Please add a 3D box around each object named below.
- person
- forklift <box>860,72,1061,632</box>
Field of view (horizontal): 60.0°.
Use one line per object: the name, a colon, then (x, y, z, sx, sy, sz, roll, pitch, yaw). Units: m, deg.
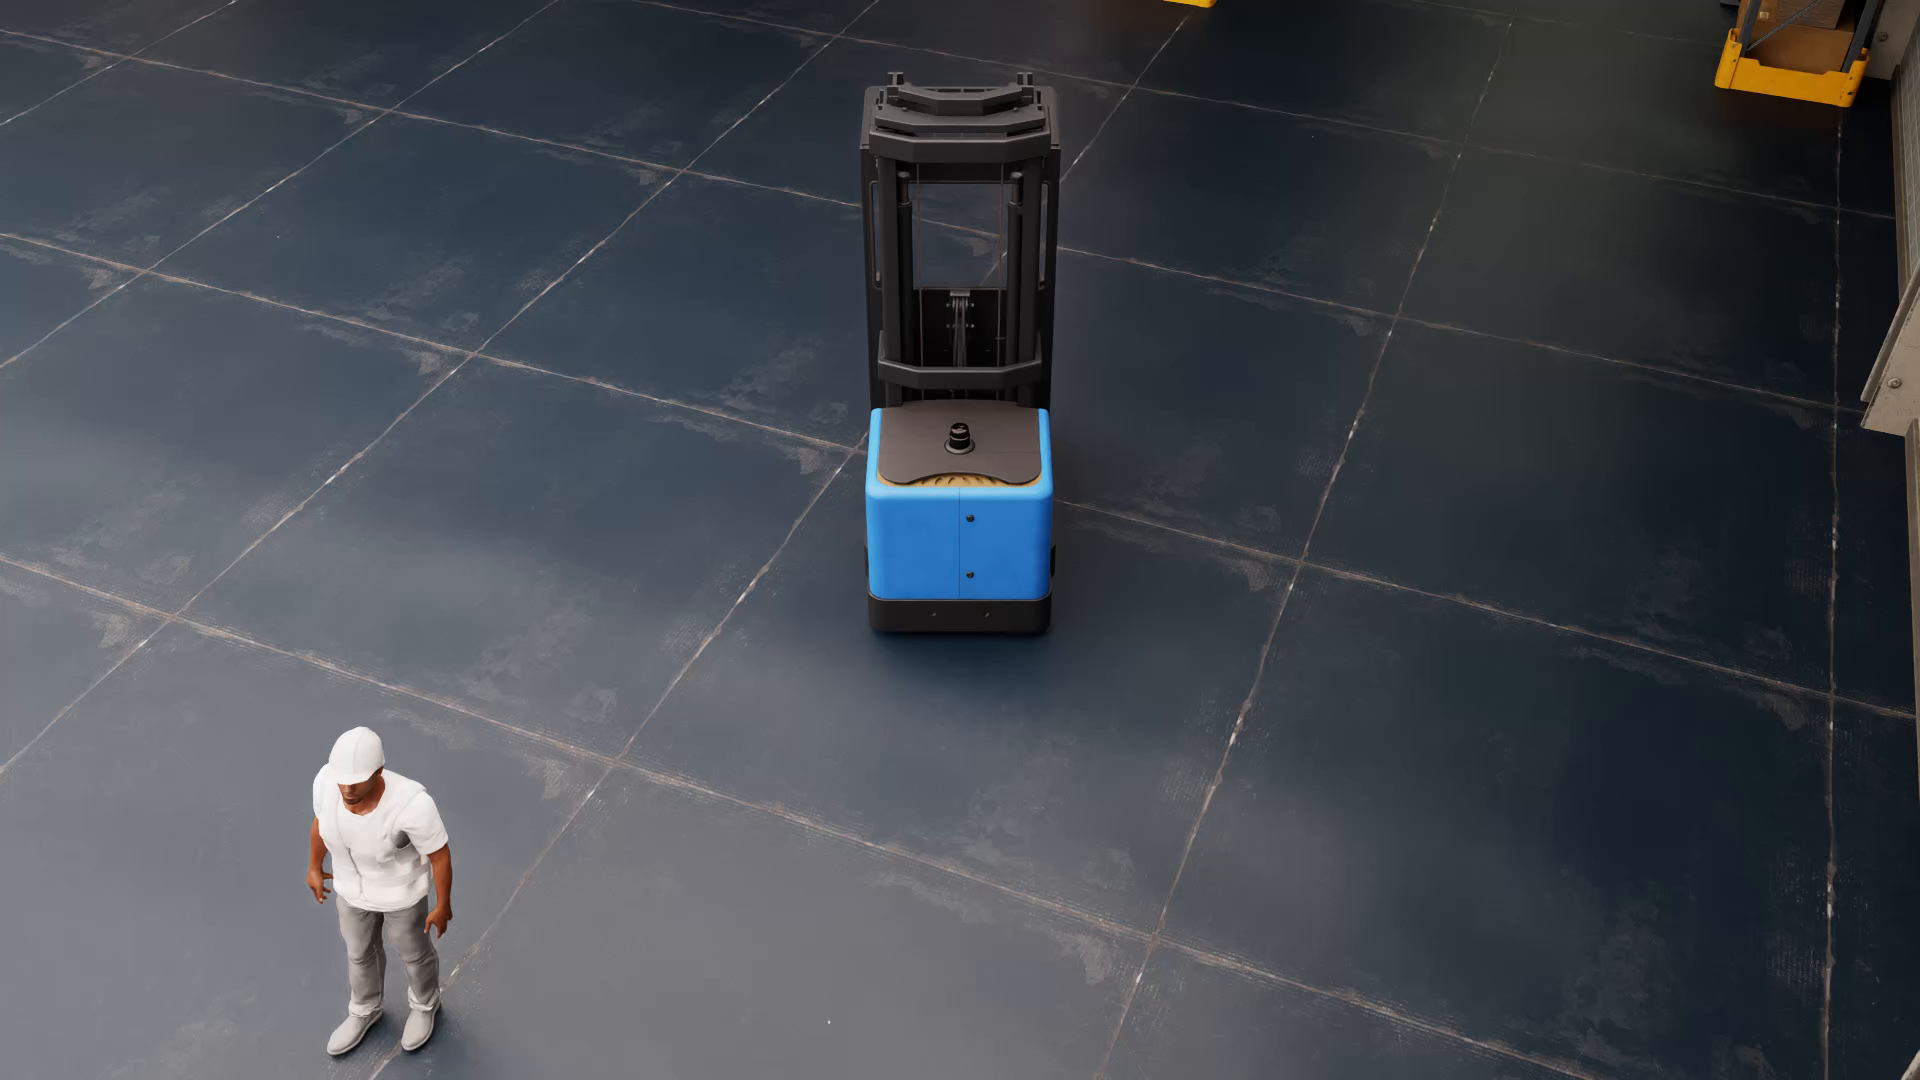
person: (-2.494, 1.526, 7.080, 0.665, 1.766, 0.577, 10, 41, 12)
forklift: (0.002, -1.515, 9.816, 1.130, 2.935, 3.031, 0, 40, 0)
